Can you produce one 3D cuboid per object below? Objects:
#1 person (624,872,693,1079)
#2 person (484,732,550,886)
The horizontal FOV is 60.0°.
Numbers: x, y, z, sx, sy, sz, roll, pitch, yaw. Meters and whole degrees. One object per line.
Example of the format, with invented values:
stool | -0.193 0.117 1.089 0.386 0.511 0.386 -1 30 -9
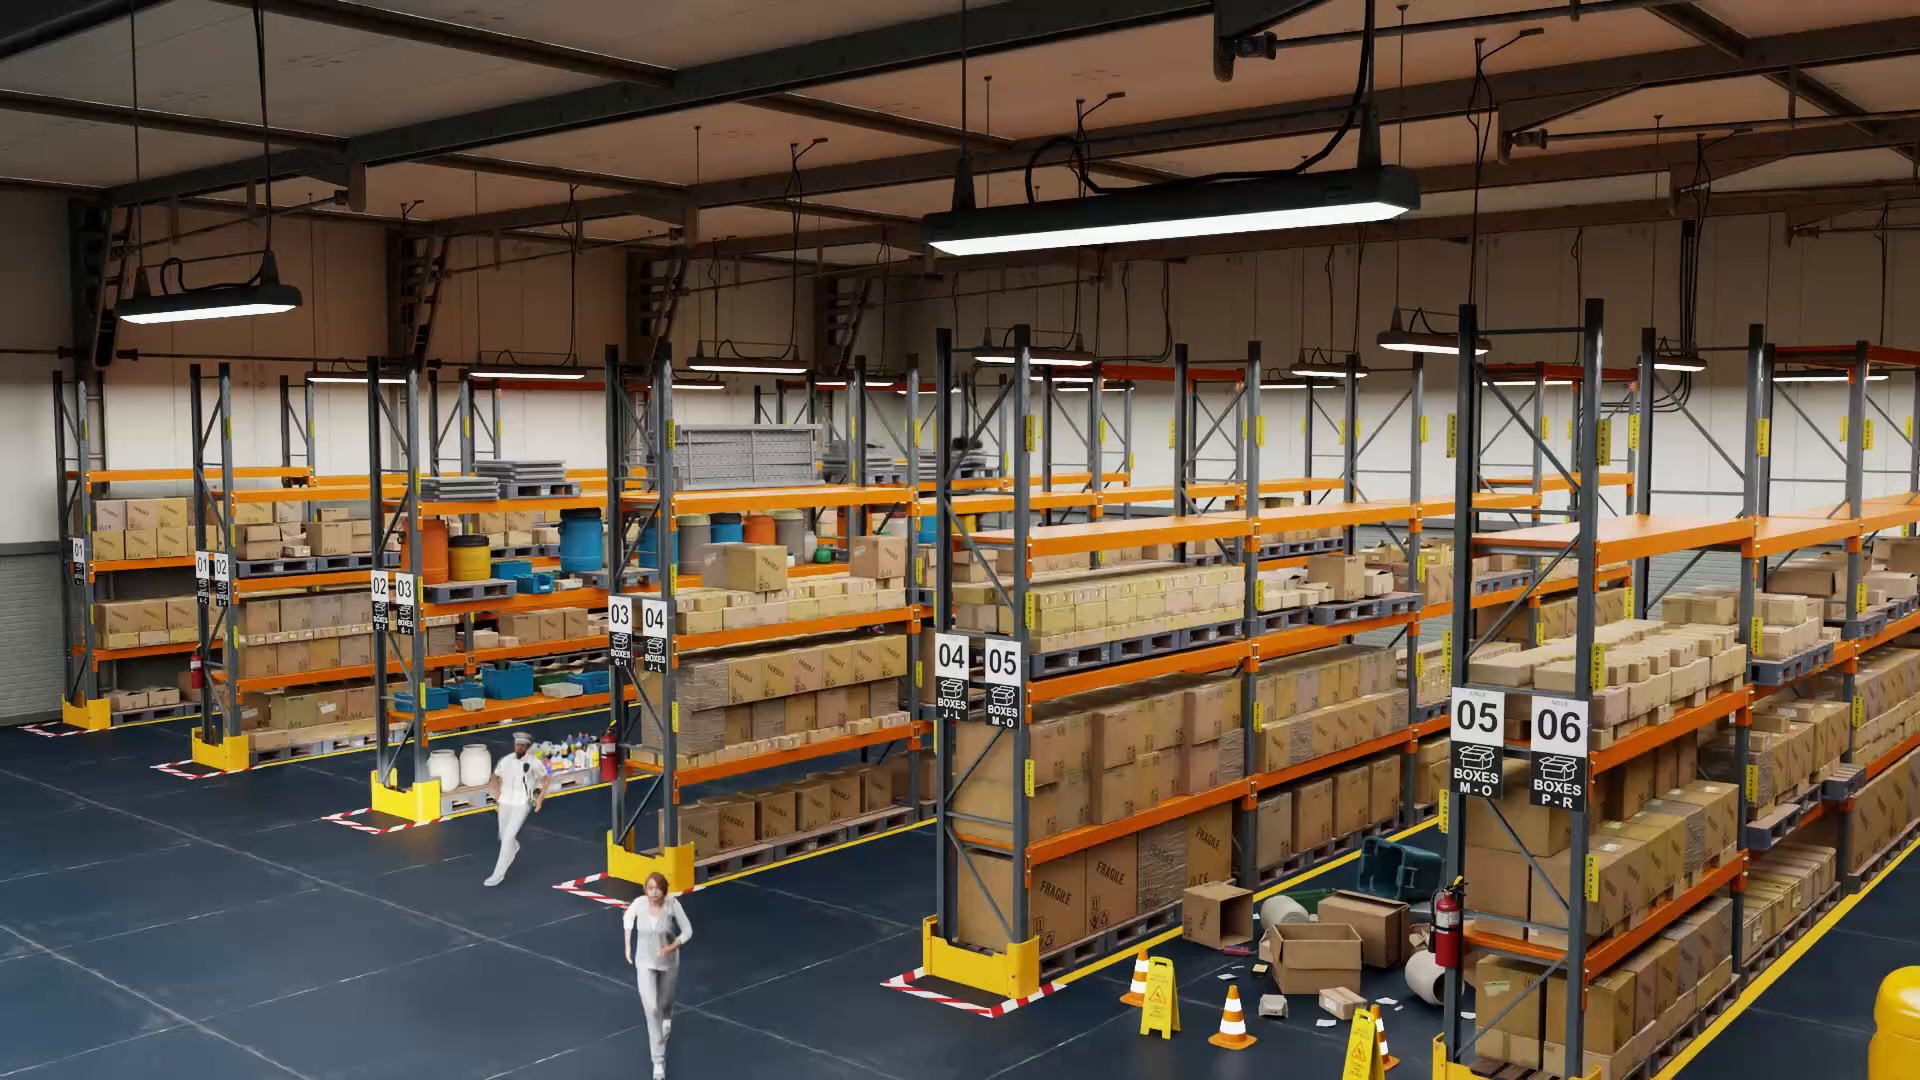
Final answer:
person | -2.413 3.409 13.298 0.557 1.599 0.931 0 4 -5
person | -4.993 2.975 18.705 0.658 1.659 0.893 1 4 10
